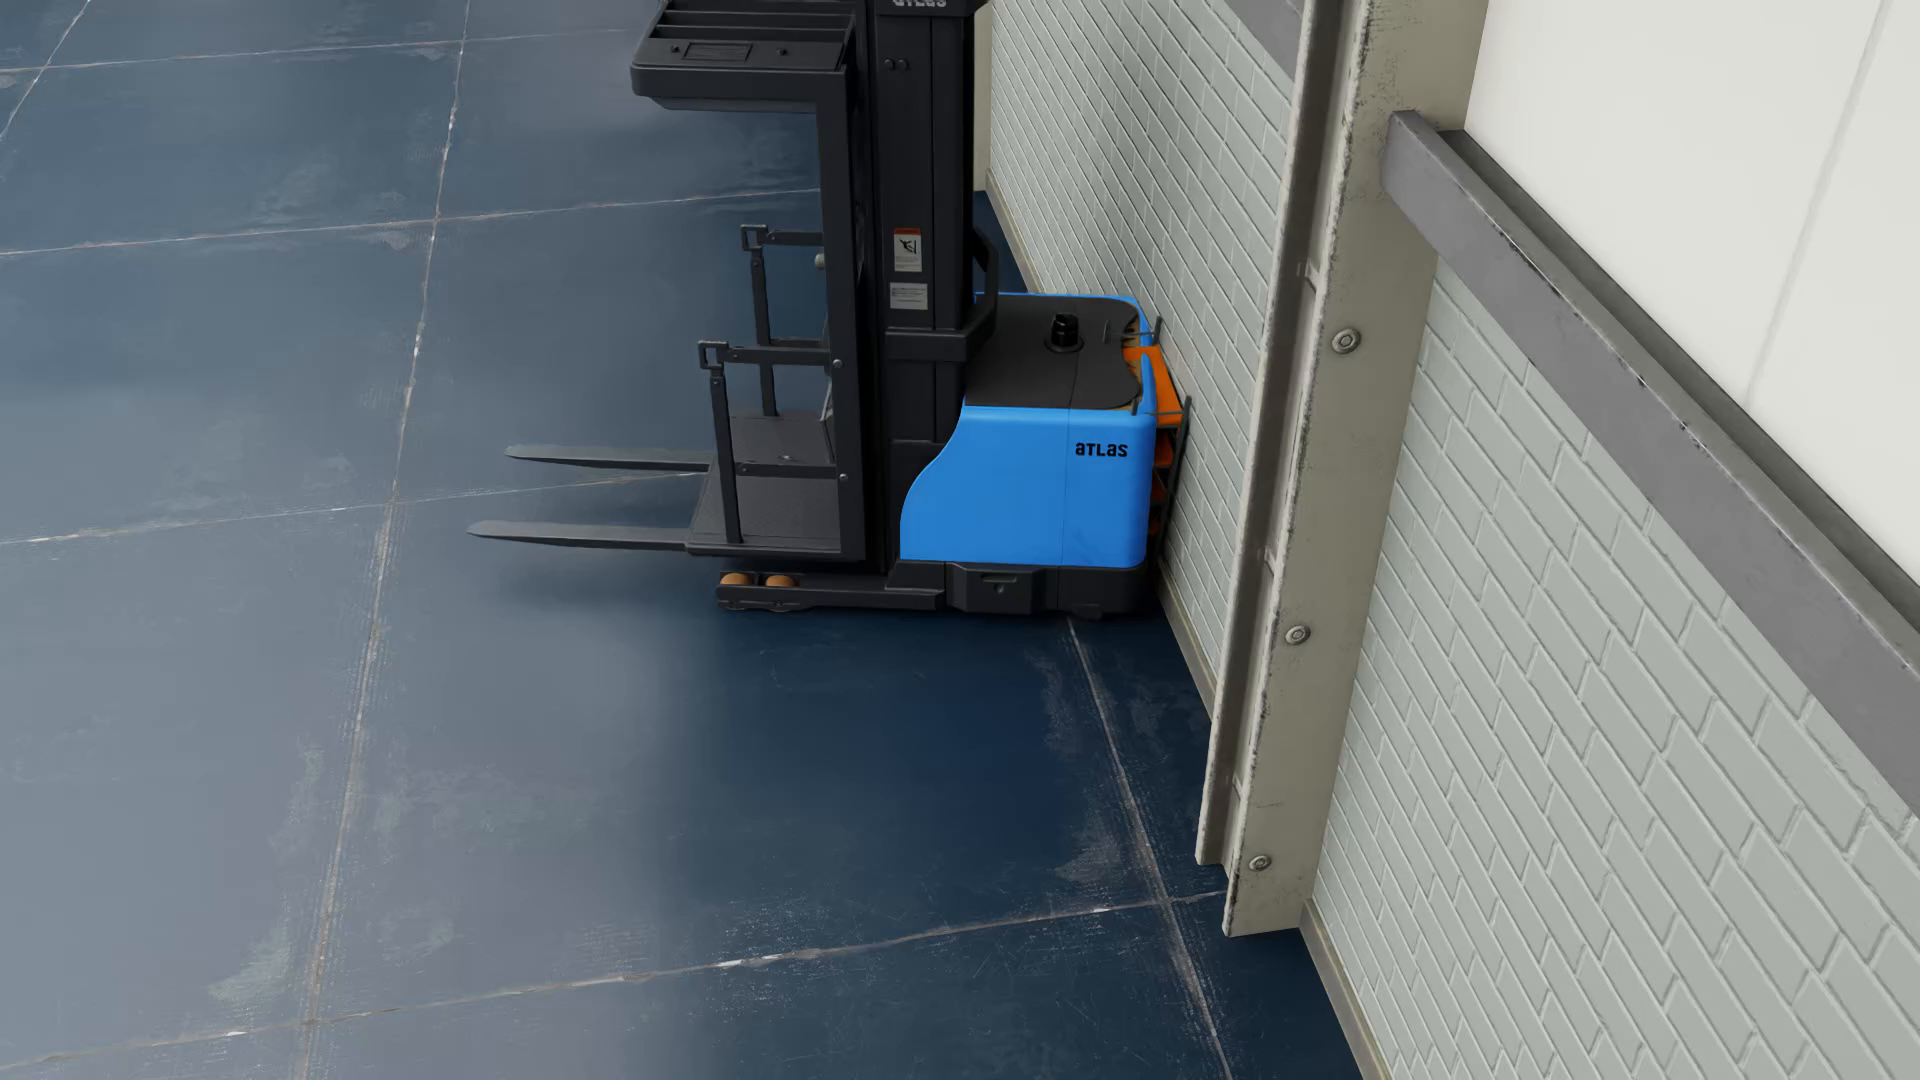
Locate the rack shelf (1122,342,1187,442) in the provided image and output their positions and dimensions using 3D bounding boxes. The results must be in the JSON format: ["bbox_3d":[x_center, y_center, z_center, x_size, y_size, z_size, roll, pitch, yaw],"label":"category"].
[{"bbox_3d":[0.755,-0.603,6.928,0.258,0.148,0.480,-5,48,-9],"label":"rack shelf"}]

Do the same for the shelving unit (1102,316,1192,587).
[{"bbox_3d":[0.733,-0.338,7.217,0.258,1.200,0.503,-5,48,-9],"label":"shelving unit"}]

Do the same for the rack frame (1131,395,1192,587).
[{"bbox_3d":[0.772,-0.159,7.057,0.240,1.200,0.015,-5,48,-9],"label":"rack frame"}]

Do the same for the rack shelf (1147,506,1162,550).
[{"bbox_3d":[0.718,-0.159,7.413,0.258,0.148,0.480,-5,48,-9],"label":"rack shelf"}]

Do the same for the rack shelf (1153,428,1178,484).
[{"bbox_3d":[0.742,-0.444,7.102,0.258,0.148,0.480,-5,48,-9],"label":"rack shelf"}]

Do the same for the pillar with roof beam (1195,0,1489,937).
[{"bbox_3d":[-3.173,-1.810,2.745,9.100,9.000,0.400,-6,38,-8],"label":"pillar with roof beam"}]

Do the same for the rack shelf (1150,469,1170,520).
[{"bbox_3d":[0.729,-0.293,7.267,0.258,0.148,0.480,-5,48,-9],"label":"rack shelf"}]

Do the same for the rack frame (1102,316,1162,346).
[{"bbox_3d":[0.693,-0.518,7.378,0.240,1.200,0.015,-5,48,-9],"label":"rack frame"}]

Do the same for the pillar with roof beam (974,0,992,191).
[{"bbox_3d":[-4.225,-5.434,7.410,9.100,9.000,0.400,-6,38,-8],"label":"pillar with roof beam"}]

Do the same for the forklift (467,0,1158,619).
[{"bbox_3d":[-0.675,-1.160,6.854,3.031,2.935,1.130,2,38,3],"label":"forklift"}]
